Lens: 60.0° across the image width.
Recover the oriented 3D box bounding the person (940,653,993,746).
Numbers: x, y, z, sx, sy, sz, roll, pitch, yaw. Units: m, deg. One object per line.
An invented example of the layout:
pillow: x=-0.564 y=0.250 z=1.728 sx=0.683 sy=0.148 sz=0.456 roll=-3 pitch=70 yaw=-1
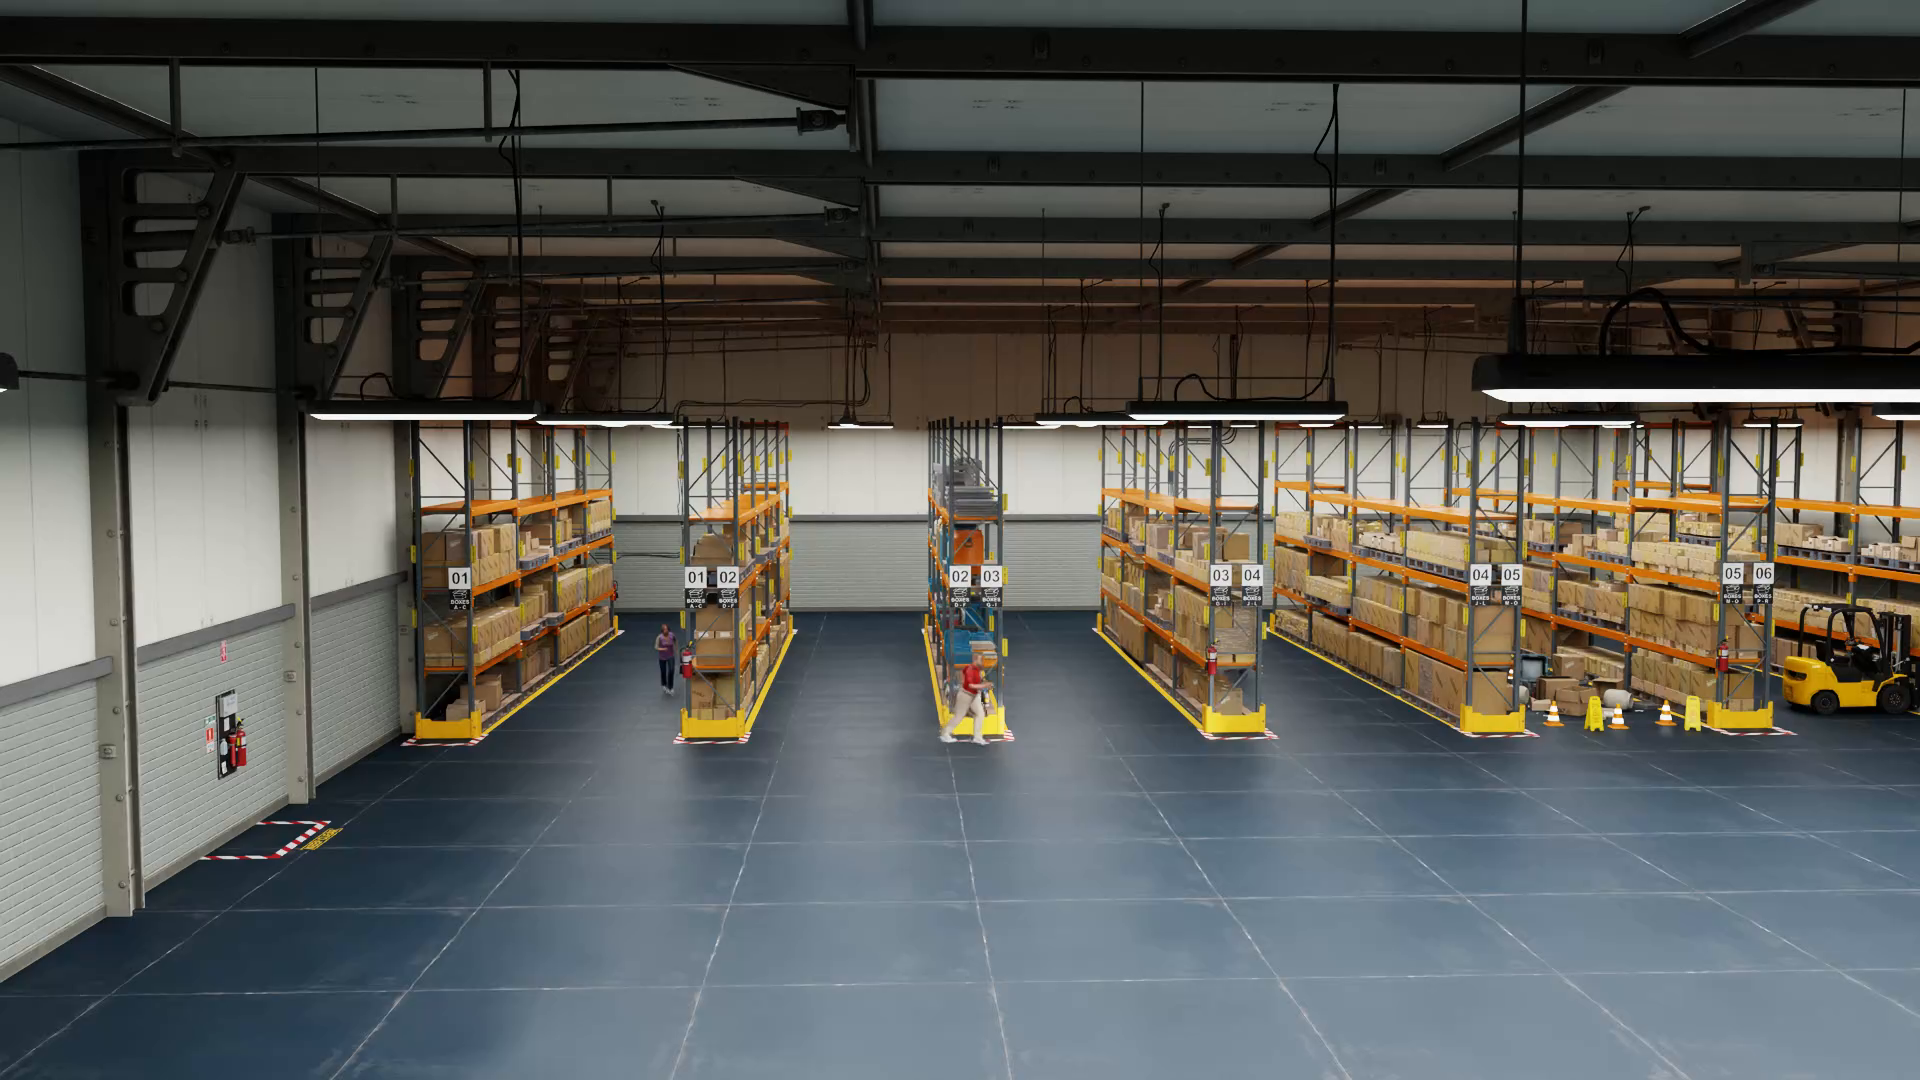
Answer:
person: x=0.130 y=2.906 z=30.284 sx=1.001 sy=1.709 sz=0.667 roll=1 pitch=4 yaw=16

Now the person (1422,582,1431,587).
person: x=12.316 y=1.976 z=43.940 sx=0.698 sy=1.747 sz=0.931 roll=-1 pitch=4 yaw=-19

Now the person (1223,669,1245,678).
person: x=6.514 y=2.390 z=38.774 sx=0.734 sy=1.618 sz=0.501 roll=1 pitch=4 yaw=9

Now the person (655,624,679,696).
person: x=-6.379 y=2.588 z=36.198 sx=0.533 sy=1.562 sz=0.904 roll=-1 pitch=4 yaw=-12
